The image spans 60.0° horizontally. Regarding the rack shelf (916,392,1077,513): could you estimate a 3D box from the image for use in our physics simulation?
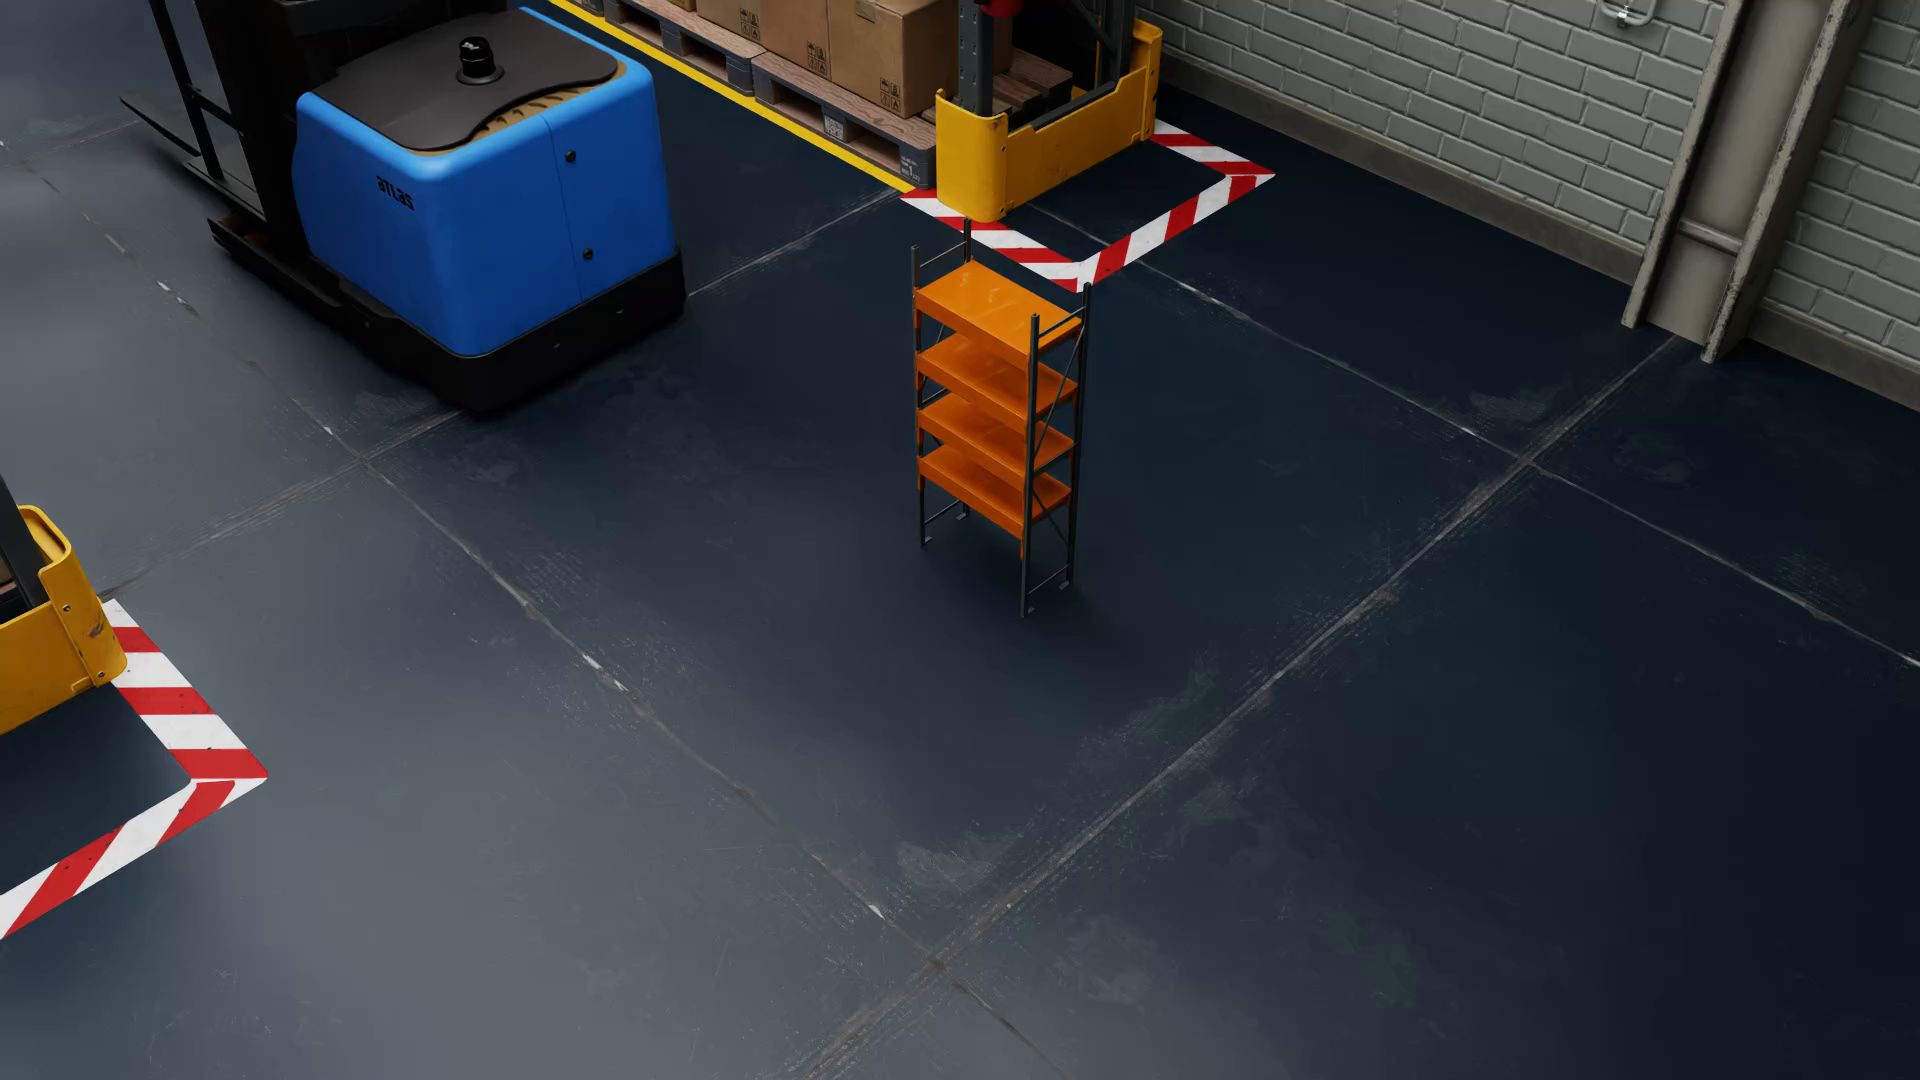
[{"bbox_3d":[0.117,-0.312,5.302,0.258,0.148,0.480,-34,53,-31],"label":"rack shelf"}]

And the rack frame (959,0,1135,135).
[{"bbox_3d":[0.388,-2.837,6.610,1.000,3.000,0.127,-34,53,-31],"label":"rack frame"}]

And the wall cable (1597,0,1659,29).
[{"bbox_3d":[1.962,-3.048,6.090,0.084,1.984,1.851,-34,53,-31],"label":"wall cable"}]

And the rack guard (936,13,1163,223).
[{"bbox_3d":[0.405,-1.907,7.446,1.175,0.500,0.348,-34,53,-31],"label":"rack guard"}]

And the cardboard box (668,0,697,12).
[{"bbox_3d":[-1.268,-3.096,8.423,0.700,0.500,0.500,-33,52,-30],"label":"cardboard box"}]

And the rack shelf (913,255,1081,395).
[{"bbox_3d":[0.117,-0.650,4.990,0.258,0.148,0.480,-34,53,-31],"label":"rack shelf"}]

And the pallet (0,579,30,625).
[{"bbox_3d":[-3.734,0.144,5.439,1.003,0.211,1.213,-34,53,-31],"label":"pallet"}]

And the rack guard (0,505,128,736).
[{"bbox_3d":[-3.170,0.420,4.927,1.175,0.500,0.348,-34,53,-31],"label":"rack guard"}]

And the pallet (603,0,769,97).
[{"bbox_3d":[-1.089,-2.746,8.566,1.003,0.211,1.213,-34,53,-31],"label":"pallet"}]

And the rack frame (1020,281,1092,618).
[{"bbox_3d":[0.289,-0.244,5.130,0.240,1.200,0.015,-34,53,-31],"label":"rack frame"}]

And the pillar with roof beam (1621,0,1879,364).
[{"bbox_3d":[-0.141,-2.094,1.386,9.100,9.000,0.400,-34,53,-31],"label":"pillar with roof beam"}]

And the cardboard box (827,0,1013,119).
[{"bbox_3d":[-0.177,-2.362,7.628,0.700,0.500,0.500,-34,53,-31],"label":"cardboard box"}]

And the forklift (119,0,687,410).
[{"bbox_3d":[-2.526,-2.433,6.223,3.031,2.935,1.130,32,51,30],"label":"forklift"}]

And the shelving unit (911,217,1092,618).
[{"bbox_3d":[0.117,-0.361,5.257,0.258,1.200,0.503,-34,53,-31],"label":"shelving unit"}]

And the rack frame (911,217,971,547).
[{"bbox_3d":[-0.055,-0.478,5.384,0.240,1.200,0.015,-34,53,-31],"label":"rack frame"}]

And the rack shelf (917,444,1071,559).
[{"bbox_3d":[0.117,-0.166,5.437,0.258,0.148,0.480,-34,53,-31],"label":"rack shelf"}]

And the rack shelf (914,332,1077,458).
[{"bbox_3d":[0.117,-0.476,5.151,0.258,0.148,0.480,-34,53,-31],"label":"rack shelf"}]

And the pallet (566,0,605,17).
[{"bbox_3d":[-1.955,-3.332,9.200,1.003,0.211,1.213,-34,53,-31],"label":"pallet"}]

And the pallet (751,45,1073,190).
[{"bbox_3d":[-0.232,-2.160,7.932,1.003,0.211,1.213,-34,53,-31],"label":"pallet"}]

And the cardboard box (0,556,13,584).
[{"bbox_3d":[-3.169,0.058,5.253,0.380,0.149,0.250,-34,53,-31],"label":"cardboard box"}]

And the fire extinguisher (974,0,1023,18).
[{"bbox_3d":[0.168,-2.378,6.445,0.296,0.674,0.183,-34,53,-31],"label":"fire extinguisher"}]

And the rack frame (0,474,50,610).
[{"bbox_3d":[-3.117,-0.461,4.039,1.000,3.000,0.127,-34,53,-31],"label":"rack frame"}]

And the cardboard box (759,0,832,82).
[{"bbox_3d":[-0.531,-2.602,7.888,0.500,0.500,0.700,34,53,31],"label":"cardboard box"}]

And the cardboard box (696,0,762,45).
[{"bbox_3d":[-0.886,-2.843,8.149,0.500,0.500,0.700,32,52,30],"label":"cardboard box"}]
